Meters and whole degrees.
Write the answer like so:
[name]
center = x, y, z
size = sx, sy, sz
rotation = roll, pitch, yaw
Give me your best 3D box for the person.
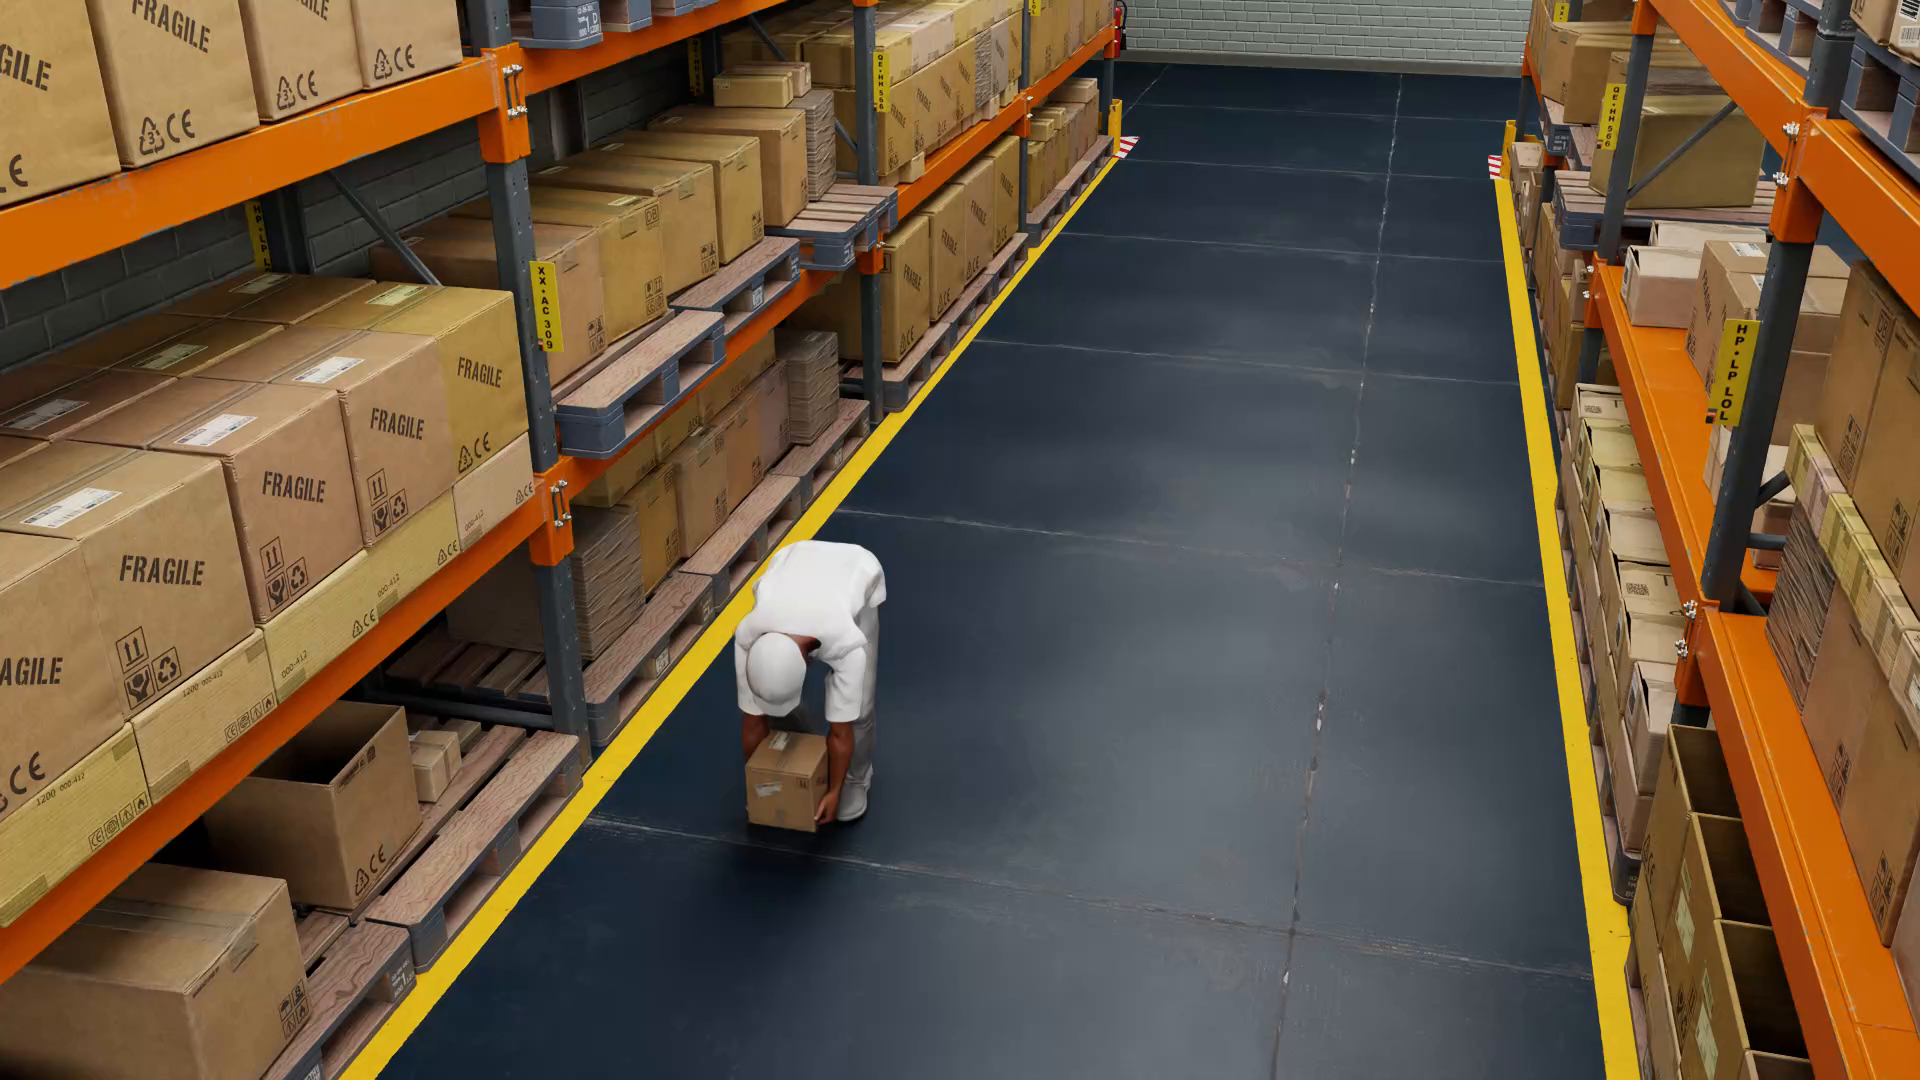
[person]
center = -0.550, 0.599, 6.124
size = 0.489, 1.065, 0.982
rotation = 5, 26, 11
